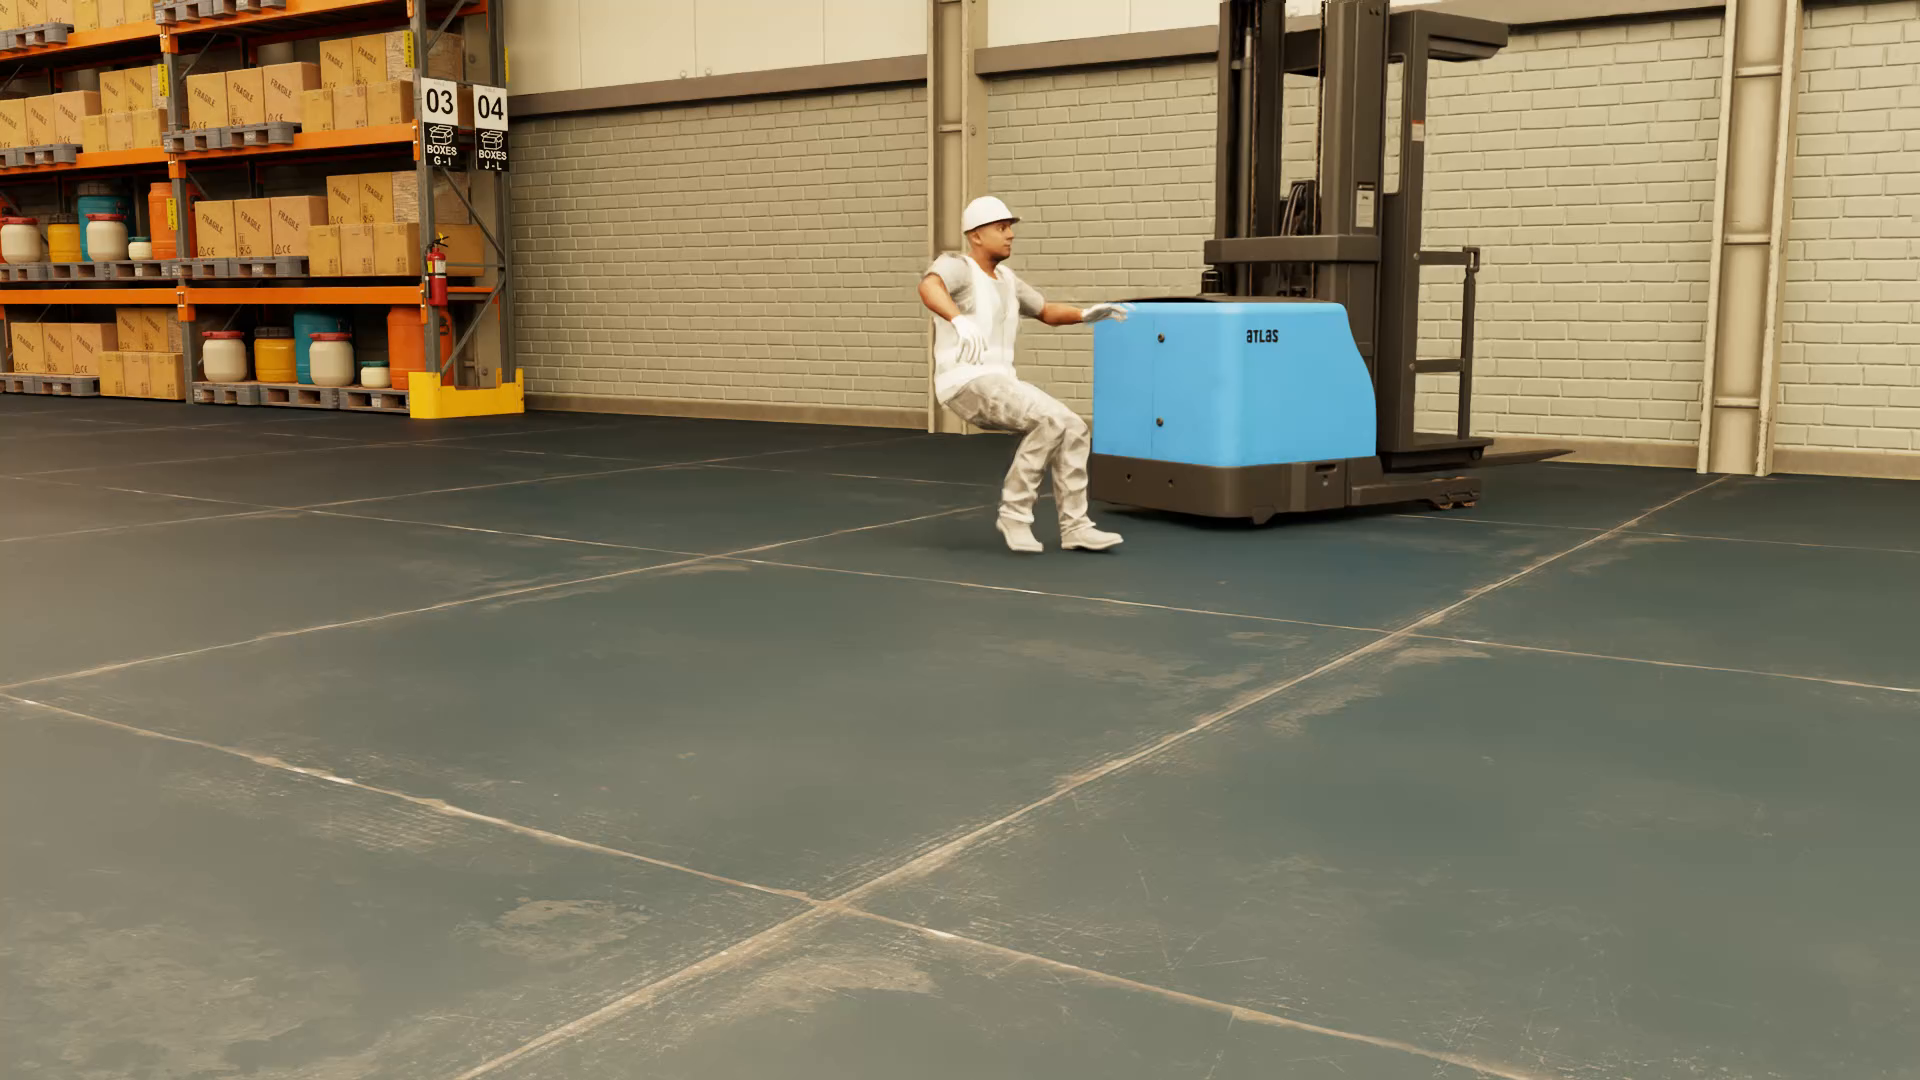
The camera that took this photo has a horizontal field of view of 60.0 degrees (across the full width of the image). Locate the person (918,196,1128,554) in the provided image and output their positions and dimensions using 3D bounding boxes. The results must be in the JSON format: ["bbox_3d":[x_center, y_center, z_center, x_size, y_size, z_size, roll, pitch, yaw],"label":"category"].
[{"bbox_3d":[0.293,-0.722,7.244,0.882,1.543,1.027,3,9,23],"label":"person"}]

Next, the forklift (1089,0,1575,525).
[{"bbox_3d":[2.157,-1.662,8.879,3.031,2.935,1.130,-6,10,-36],"label":"forklift"}]
